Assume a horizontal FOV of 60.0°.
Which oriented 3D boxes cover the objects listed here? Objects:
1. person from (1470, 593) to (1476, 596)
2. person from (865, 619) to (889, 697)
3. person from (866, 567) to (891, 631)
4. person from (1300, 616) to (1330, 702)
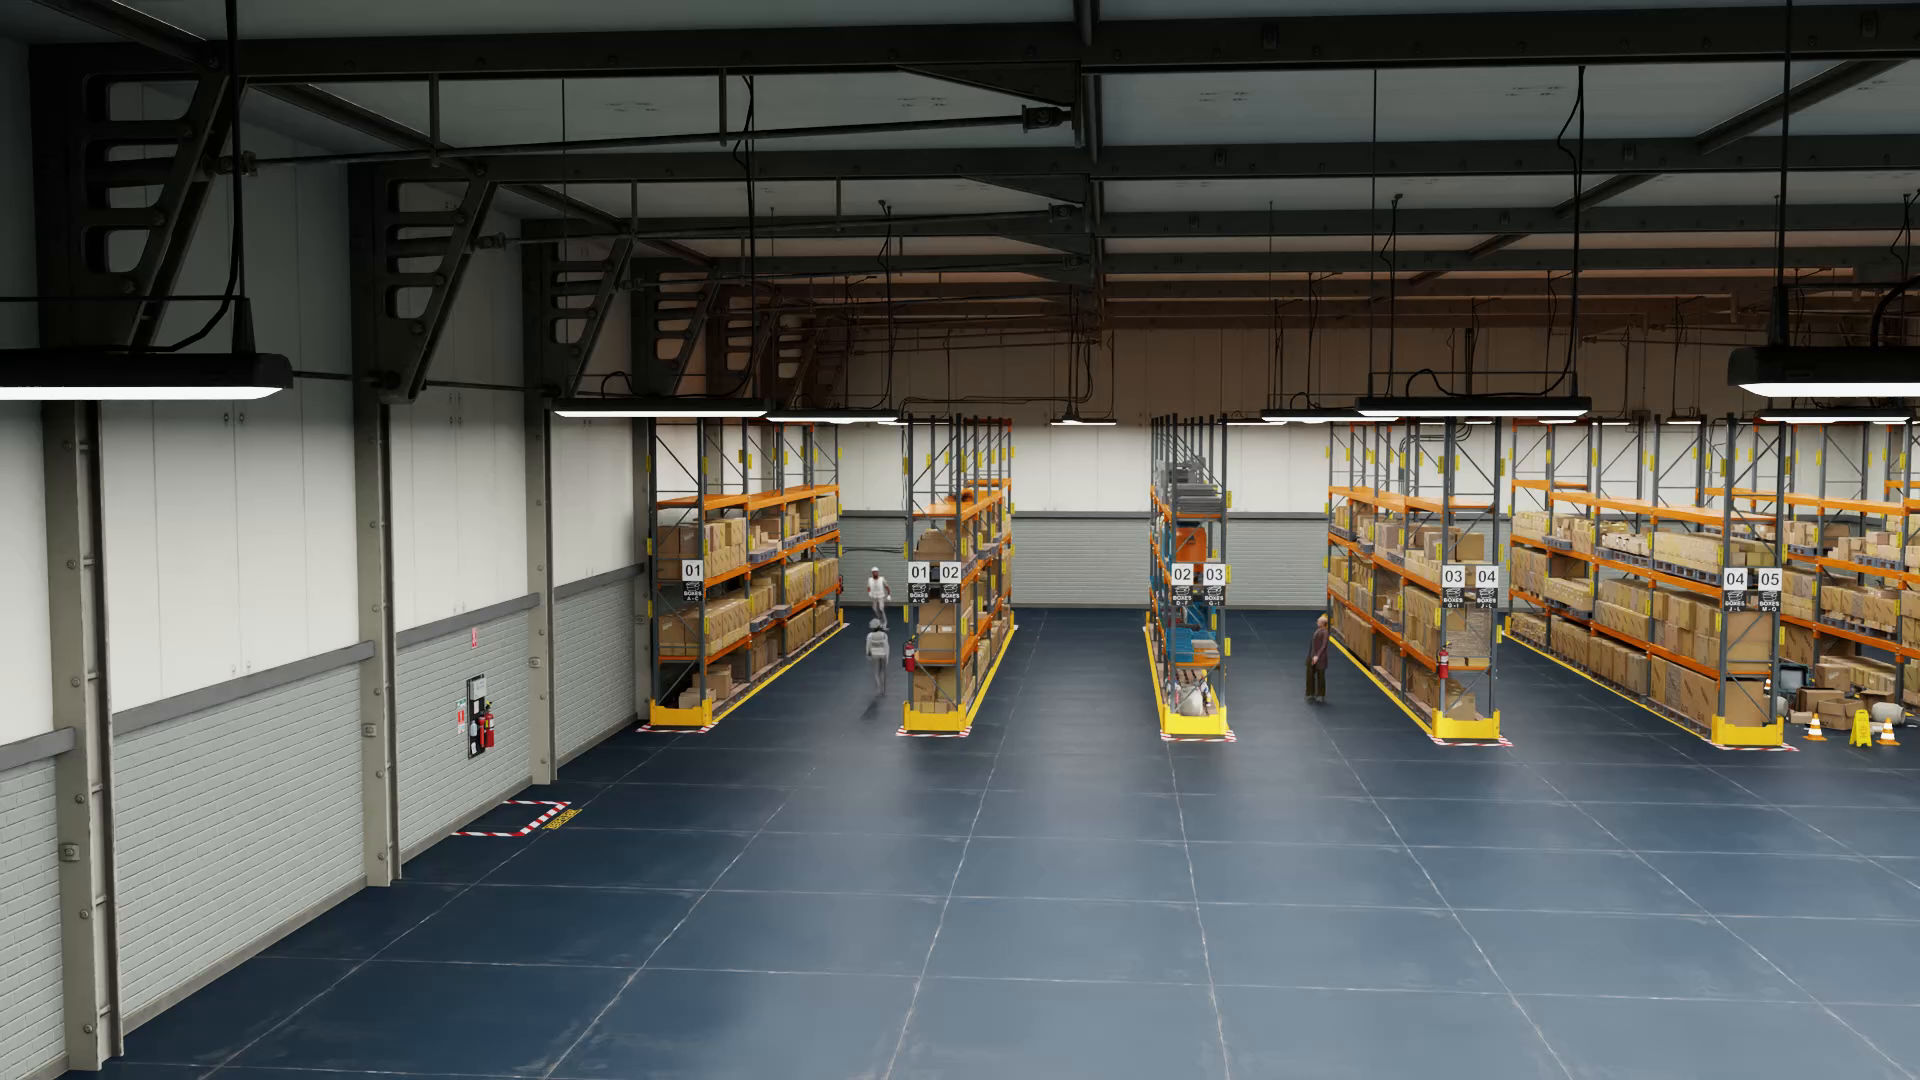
[{"bbox_3d":[13.939,1.797,45.724,0.656,1.741,0.952,1,4,9],"label":"person"},{"bbox_3d":[-1.765,2.528,35.422,0.528,1.735,0.602,-3,5,-35],"label":"person"},{"bbox_3d":[-2.318,1.667,47.088,0.678,1.788,0.802,0,4,1],"label":"person"},{"bbox_3d":[7.459,2.510,34.822,0.619,1.823,0.603,-3,5,-42],"label":"person"}]
